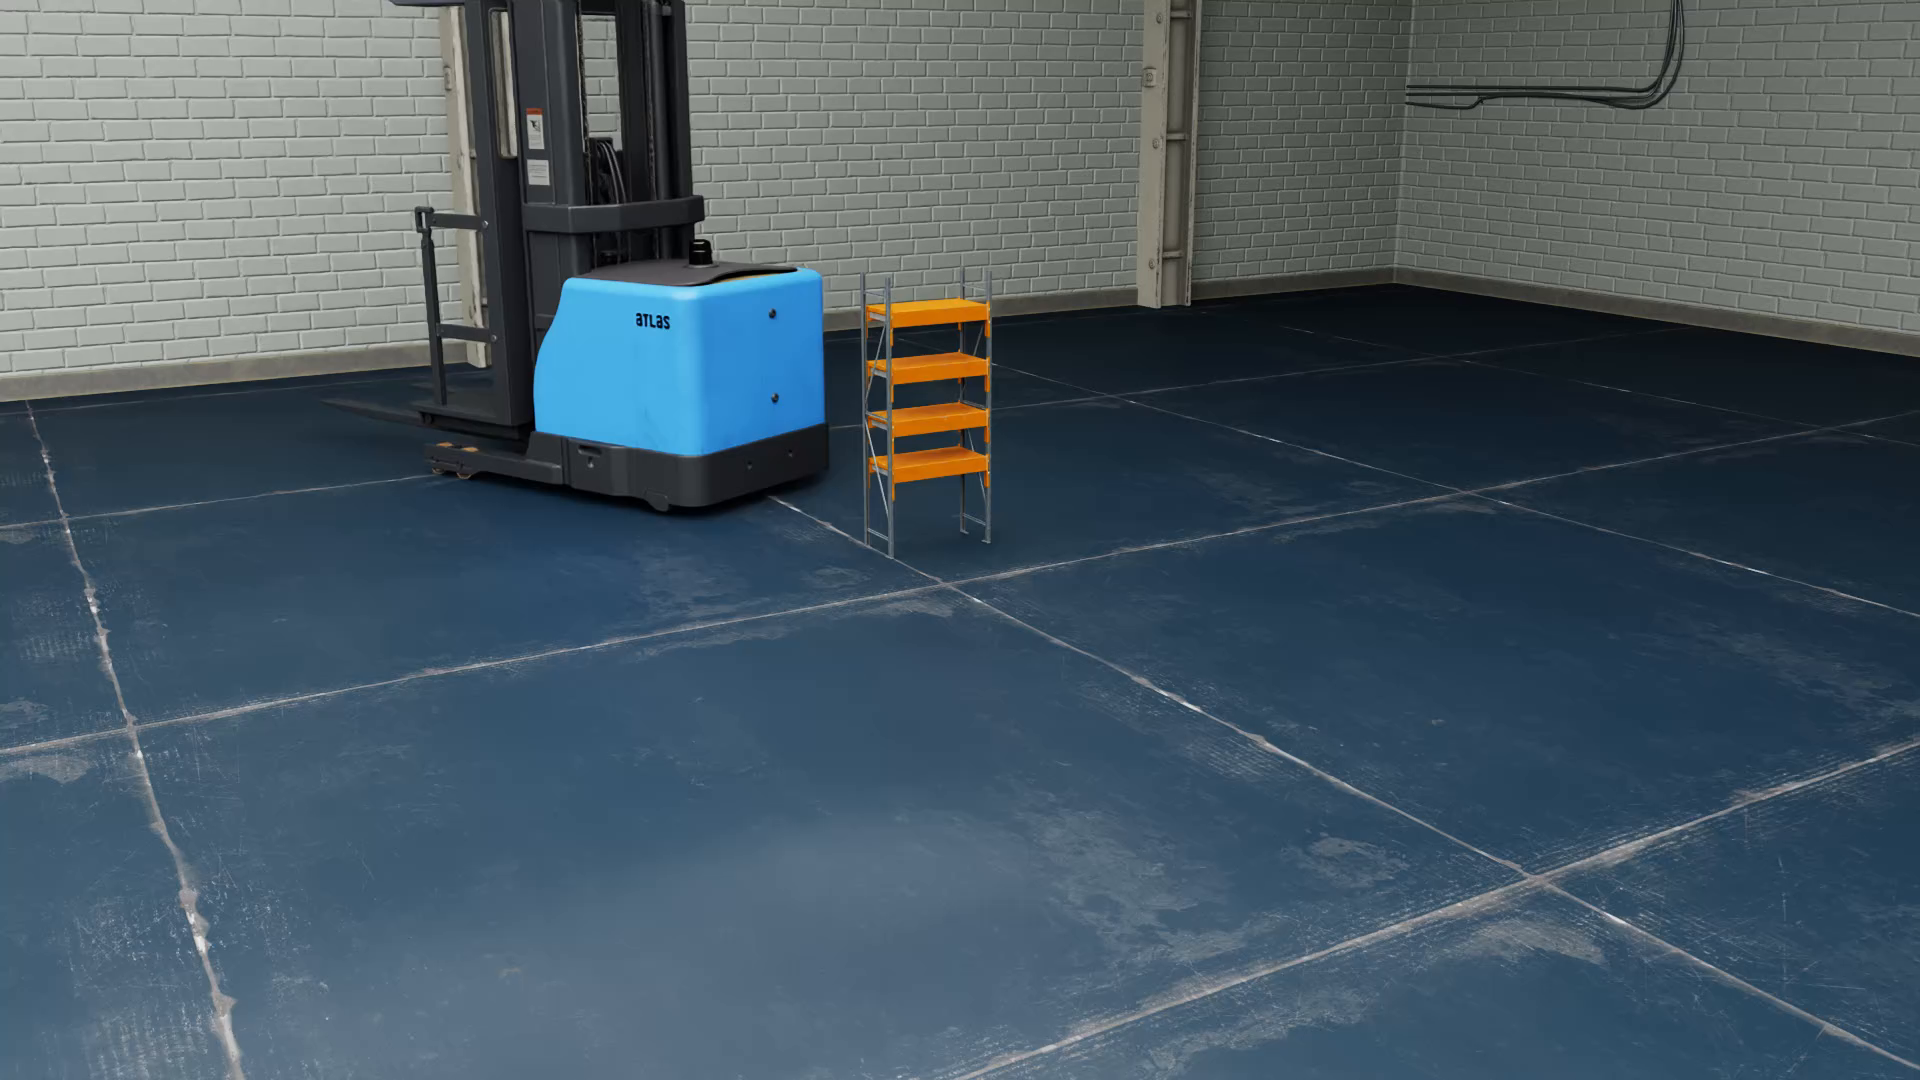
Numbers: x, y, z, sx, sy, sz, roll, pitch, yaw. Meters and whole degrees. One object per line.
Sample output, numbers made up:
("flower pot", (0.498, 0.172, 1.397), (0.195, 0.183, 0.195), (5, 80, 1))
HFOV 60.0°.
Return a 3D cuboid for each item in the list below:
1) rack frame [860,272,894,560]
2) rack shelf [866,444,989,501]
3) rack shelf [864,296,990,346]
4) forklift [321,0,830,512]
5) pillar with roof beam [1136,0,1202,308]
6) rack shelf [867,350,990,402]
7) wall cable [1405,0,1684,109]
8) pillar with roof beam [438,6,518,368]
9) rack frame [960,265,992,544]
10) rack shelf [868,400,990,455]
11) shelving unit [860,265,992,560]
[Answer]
("rack frame", (-0.351, -0.521, 7.045), (0.015, 1.200, 0.240), (-9, 18, -30))
("rack shelf", (-0.142, -0.299, 7.238), (0.480, 0.148, 0.258), (-9, 18, -30))
("rack shelf", (-0.142, -0.933, 7.060), (0.480, 0.148, 0.258), (-9, 18, -30))
("forklift", (-2.170, -1.828, 8.501), (3.031, 2.935, 1.130), (10, 19, 33))
("pillar with roof beam", (4.045, -5.453, 10.189), (0.400, 9.000, 9.100), (-9, 18, -30))
("rack shelf", (-0.142, -0.705, 7.124), (0.480, 0.148, 0.258), (-9, 18, -30))
("wall cable", (5.035, -5.057, 14.531), (0.112, 2.526, 3.097), (-9, 18, -30))
("pillar with roof beam", (-1.098, -4.619, 7.214), (0.400, 9.000, 9.100), (-9, 18, -30))
("rack frame", (0.067, -0.589, 7.287), (0.015, 1.200, 0.240), (-9, 18, -30))
("rack shelf", (-0.142, -0.490, 7.184), (0.480, 0.148, 0.258), (-9, 18, -30))
("shelving unit", (-0.142, -0.555, 7.166), (0.503, 1.200, 0.258), (-9, 18, -30))
